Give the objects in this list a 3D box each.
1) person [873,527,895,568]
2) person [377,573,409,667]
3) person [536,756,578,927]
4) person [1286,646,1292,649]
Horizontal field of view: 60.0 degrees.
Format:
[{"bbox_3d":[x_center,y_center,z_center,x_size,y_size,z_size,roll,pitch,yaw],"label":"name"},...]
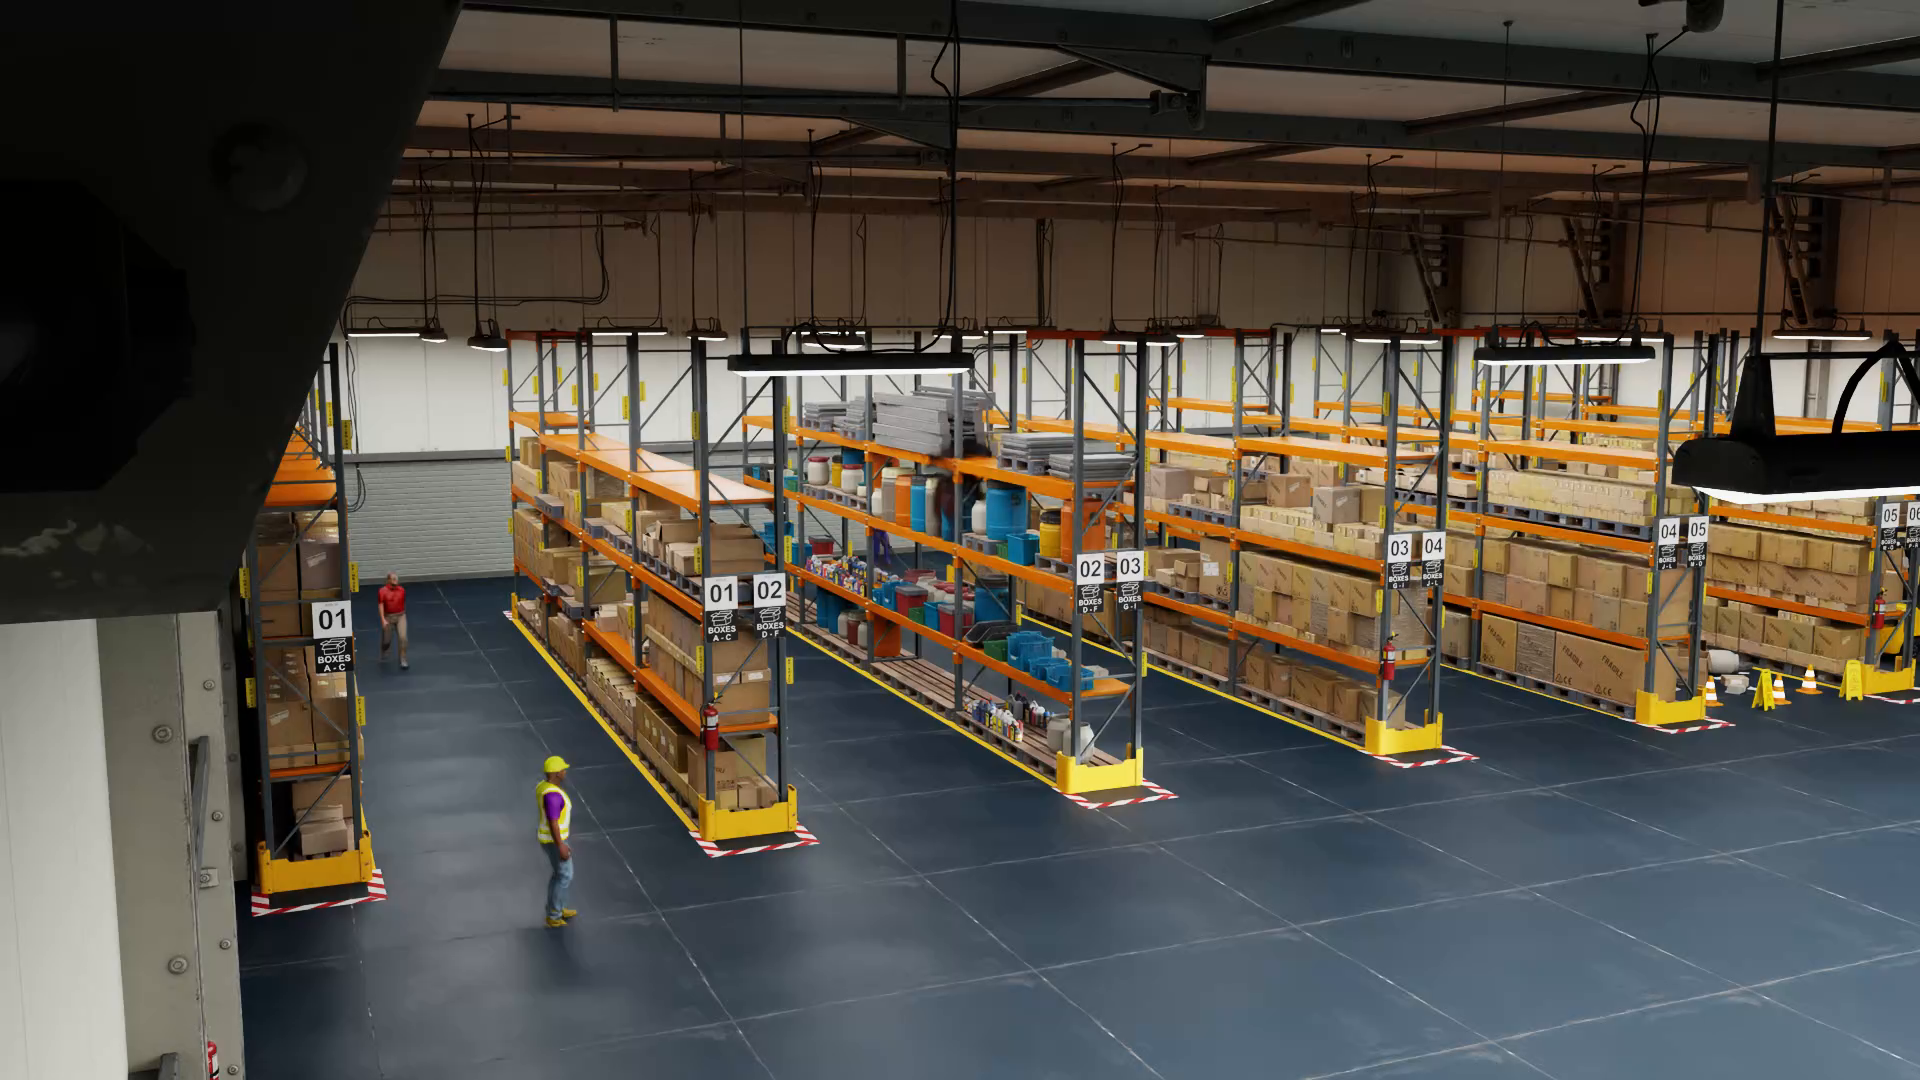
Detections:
[{"bbox_3d":[-1.946,-0.113,41.596,0.496,1.662,0.537,-7,10,-40],"label":"person"},{"bbox_3d":[-10.230,1.415,29.979,0.511,1.680,0.857,-4,9,-26],"label":"person"},{"bbox_3d":[-4.230,3.148,17.407,0.390,1.825,0.628,-1,8,-10],"label":"person"},{"bbox_3d":[6.349,1.214,31.555,0.615,1.687,0.485,2,8,13],"label":"person"}]
